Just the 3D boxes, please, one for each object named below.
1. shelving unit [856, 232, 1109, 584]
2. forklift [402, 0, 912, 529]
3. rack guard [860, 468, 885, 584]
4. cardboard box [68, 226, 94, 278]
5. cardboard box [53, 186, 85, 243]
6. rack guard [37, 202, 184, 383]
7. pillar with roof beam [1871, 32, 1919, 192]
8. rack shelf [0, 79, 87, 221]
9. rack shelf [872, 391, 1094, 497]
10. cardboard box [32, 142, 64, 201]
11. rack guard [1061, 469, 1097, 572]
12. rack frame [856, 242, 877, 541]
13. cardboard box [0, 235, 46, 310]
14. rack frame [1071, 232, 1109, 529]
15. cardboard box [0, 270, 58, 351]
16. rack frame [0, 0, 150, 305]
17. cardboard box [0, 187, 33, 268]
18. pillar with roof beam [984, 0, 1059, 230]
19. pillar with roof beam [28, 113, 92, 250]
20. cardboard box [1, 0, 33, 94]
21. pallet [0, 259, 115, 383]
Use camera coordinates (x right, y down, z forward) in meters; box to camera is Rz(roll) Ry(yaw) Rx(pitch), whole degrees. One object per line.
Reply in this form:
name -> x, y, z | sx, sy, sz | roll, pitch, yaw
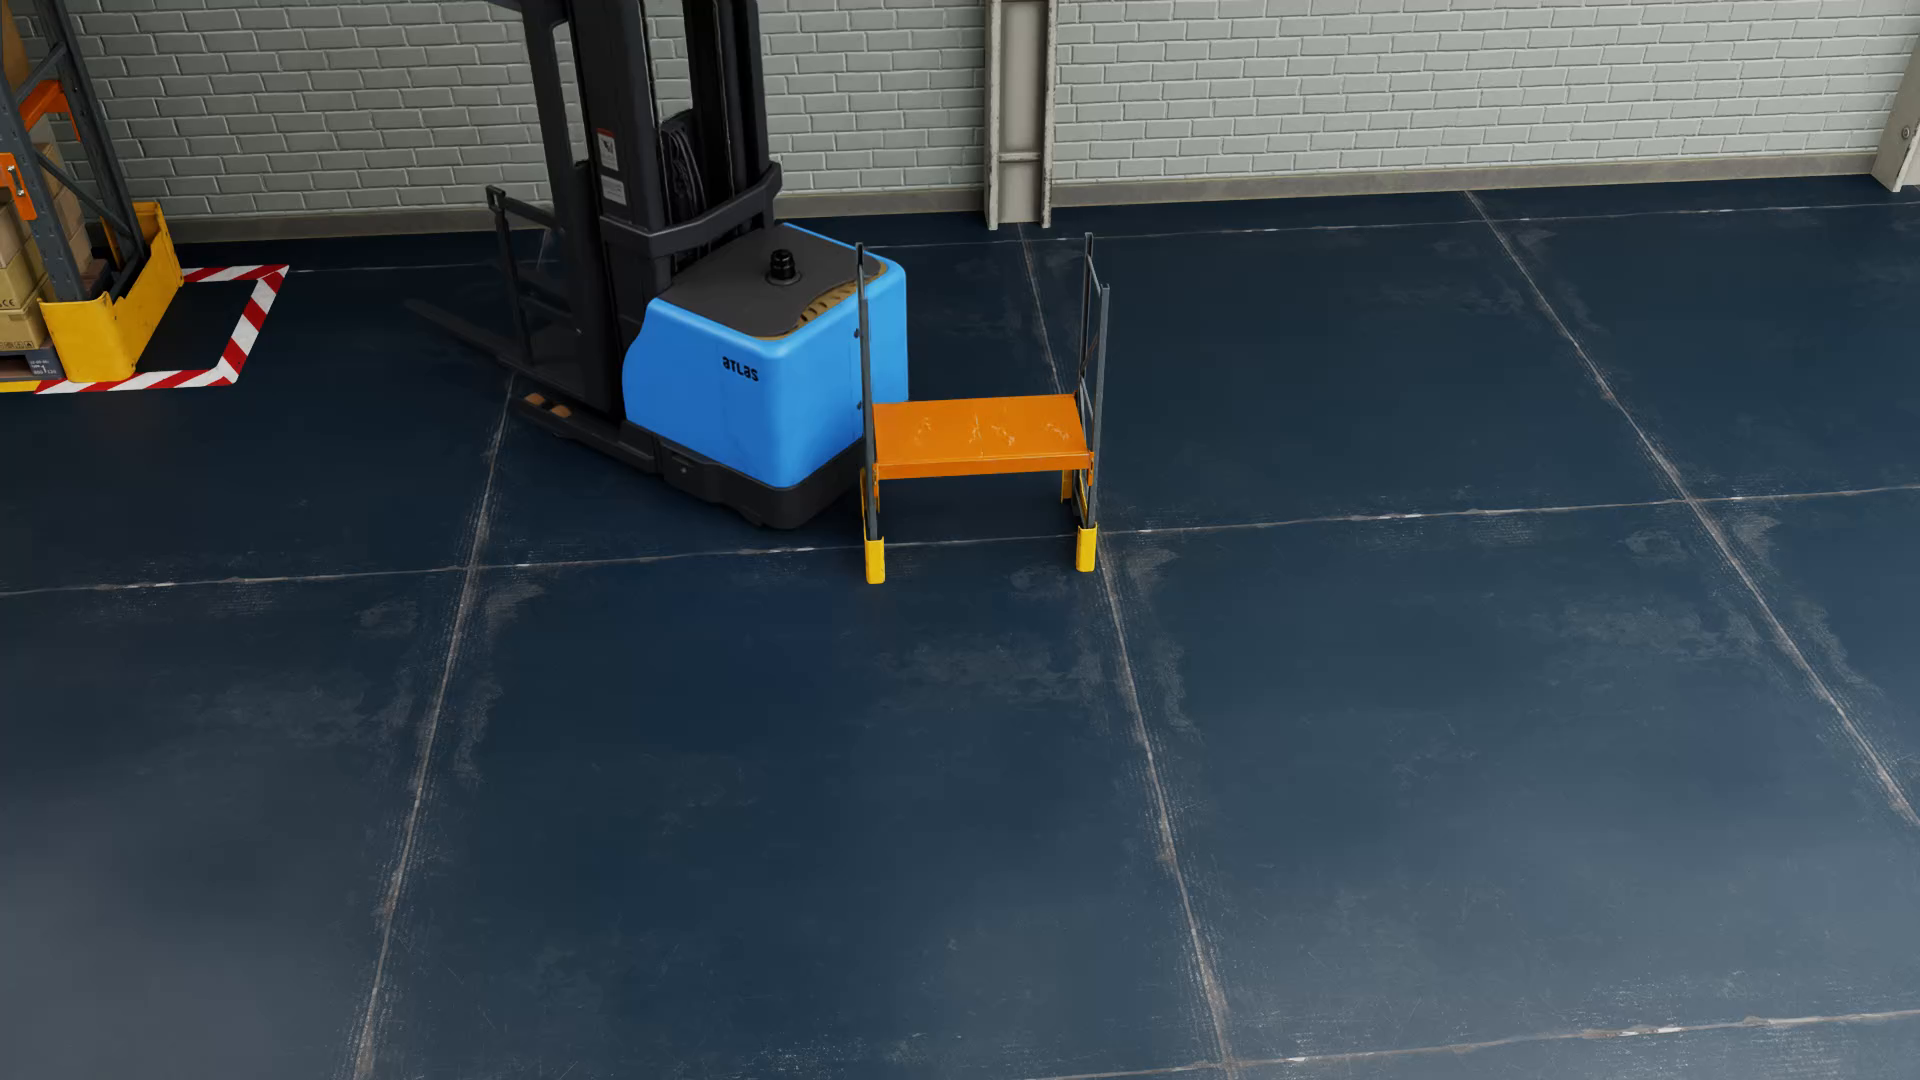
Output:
shelving unit -> 0.076, -0.593, 7.613 | 1.083, 1.500, 0.587 | -3, 38, -4
forklift -> -1.738, -1.932, 8.154 | 3.031, 2.935, 1.130 | 24, 44, 27
rack guard -> -0.420, -0.075, 7.965 | 0.087, 0.250, 0.587 | -3, 38, -4
cardboard box -> -5.345, -1.586, 9.541 | 0.500, 0.250, 0.500 | -3, 38, -4
cardboard box -> -5.325, -1.791, 9.397 | 0.500, 0.250, 0.500 | -2, 38, -3
rack guard -> -4.814, -1.427, 9.477 | 0.348, 0.500, 1.175 | -3, 38, -4
pillar with roof beam -> 6.723, -3.282, 4.967 | 0.400, 9.000, 9.100 | -3, 38, -4
rack shelf -> -6.830, -2.015, 8.785 | 4.000, 0.370, 1.077 | -3, 38, -4
rack shelf -> 0.085, -0.452, 7.725 | 1.000, 0.185, 0.538 | -3, 38, -4
cardboard box -> -5.334, -1.975, 9.227 | 0.500, 0.250, 0.500 | -4, 38, -5
rack guard -> 0.572, -0.130, 8.034 | 0.087, 0.250, 0.587 | -3, 38, -4
rack frame -> -0.421, -0.566, 7.578 | 0.032, 1.500, 0.500 | -3, 38, -4
cardboard box -> -5.295, -1.469, 8.989 | 0.500, 0.250, 0.500 | -4, 38, -5
rack frame -> 0.591, -0.621, 7.649 | 0.032, 1.500, 0.500 | -3, 38, -4
cardboard box -> -5.278, -1.272, 9.143 | 0.500, 0.250, 0.500 | -3, 38, -4
rack frame -> -4.838, -2.407, 8.701 | 0.127, 3.000, 1.000 | -3, 38, -4
cardboard box -> -5.269, -1.667, 8.837 | 0.500, 0.250, 0.500 | -2, 38, -2
pillar with roof beam -> 0.746, -2.953, 4.550 | 0.400, 9.000, 9.100 | -3, 38, -4
pillar with roof beam -> -5.230, -2.624, 4.132 | 0.400, 9.000, 9.100 | -3, 38, -4
cardboard box -> -5.356, -2.590, 8.852 | 0.500, 0.500, 0.500 | -2, 38, -3
pallet -> -5.596, -1.244, 9.479 | 1.213, 0.211, 1.003 | -3, 38, -4
